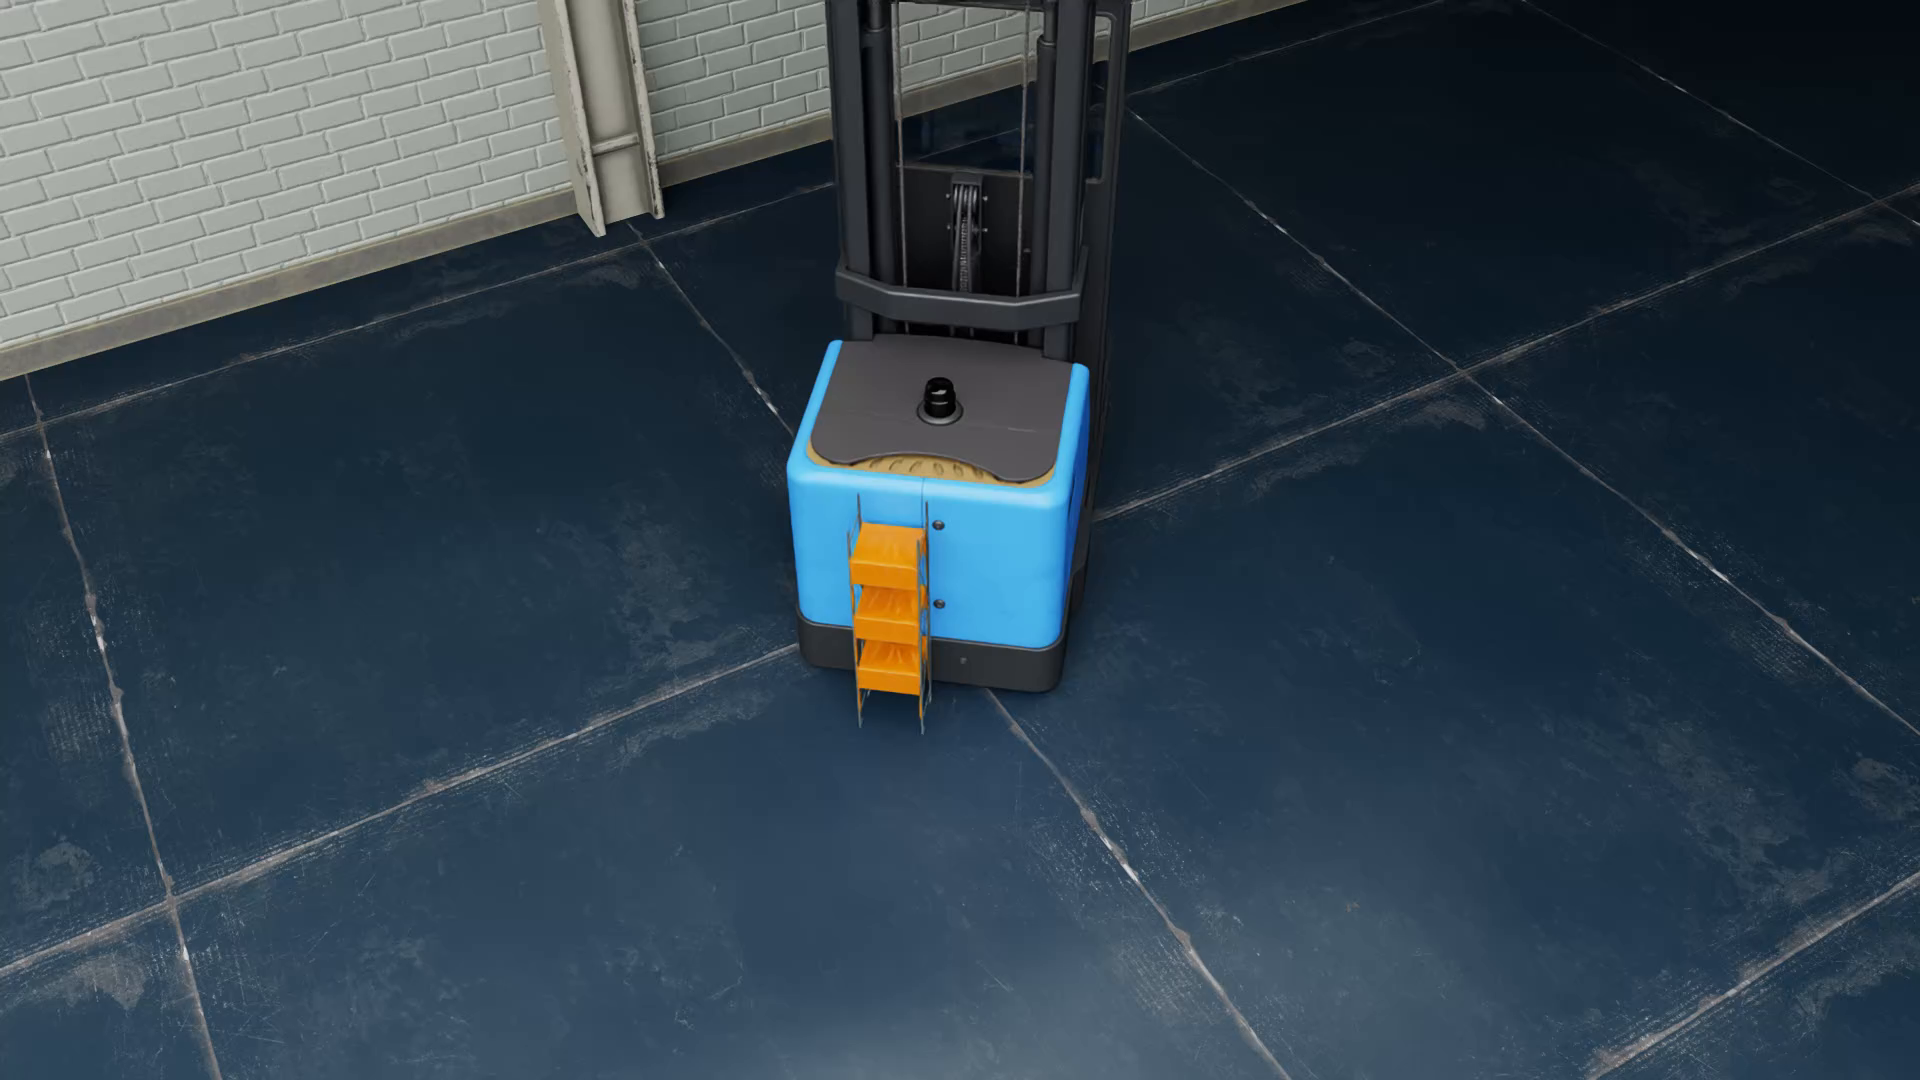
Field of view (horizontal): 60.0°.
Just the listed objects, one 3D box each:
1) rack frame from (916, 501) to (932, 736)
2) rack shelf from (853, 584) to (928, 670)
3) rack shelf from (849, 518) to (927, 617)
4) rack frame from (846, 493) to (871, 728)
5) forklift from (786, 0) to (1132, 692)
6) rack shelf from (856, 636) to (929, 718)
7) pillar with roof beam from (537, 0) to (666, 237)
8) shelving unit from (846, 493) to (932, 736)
[{"bbox_3d":[-0.130,0.308,6.108,0.008,1.050,0.200,6,44,6],"label":"rack frame"},{"bbox_3d":[-0.250,0.302,6.130,0.240,0.259,0.215,6,44,6],"label":"rack shelf"},{"bbox_3d":[-0.250,0.098,5.932,0.240,0.259,0.215,6,44,6],"label":"rack shelf"},{"bbox_3d":[-0.371,0.281,6.136,0.008,1.050,0.200,6,44,6],"label":"rack frame"},{"bbox_3d":[0.102,-1.497,6.617,1.130,2.935,3.031,6,44,6],"label":"forklift"},{"bbox_3d":[-0.250,0.501,6.323,0.240,0.259,0.215,6,44,6],"label":"rack shelf"},{"bbox_3d":[0.308,-2.401,3.192,0.400,9.000,9.100,-22,48,-21],"label":"pillar with roof beam"},{"bbox_3d":[-0.250,0.294,6.122,0.252,1.050,0.215,6,44,6],"label":"shelving unit"}]
